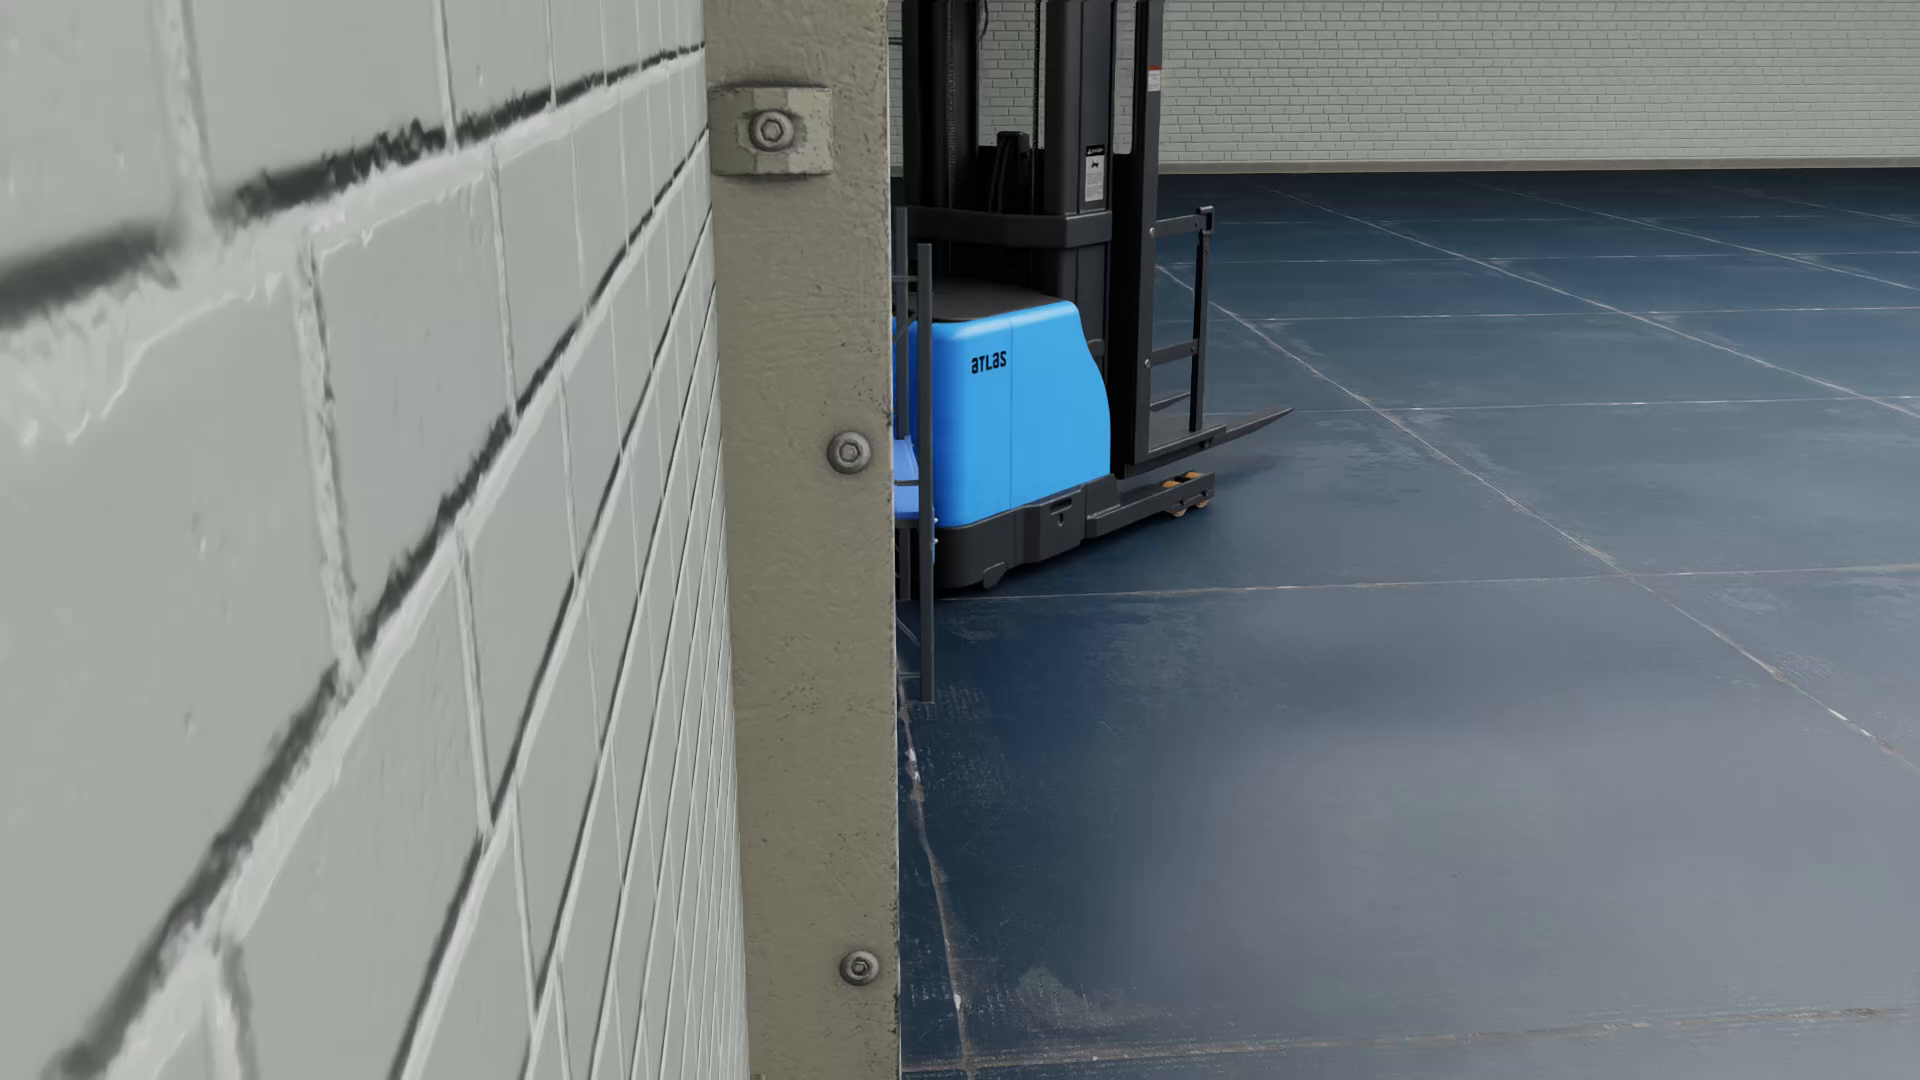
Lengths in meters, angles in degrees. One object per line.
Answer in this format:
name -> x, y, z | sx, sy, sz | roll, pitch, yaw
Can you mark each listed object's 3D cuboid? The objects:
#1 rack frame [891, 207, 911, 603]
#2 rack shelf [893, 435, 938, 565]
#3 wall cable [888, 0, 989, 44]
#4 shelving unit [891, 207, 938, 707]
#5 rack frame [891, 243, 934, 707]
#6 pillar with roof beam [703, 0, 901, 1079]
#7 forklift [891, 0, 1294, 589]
rack frame -> -0.440, -0.473, 6.179 | 0.500, 1.500, 0.032 | -2, 18, -6
rack shelf -> -0.388, -0.150, 5.750 | 0.538, 0.185, 1.000 | -2, 18, -6
wall cable -> -1.137, -7.952, 22.668 | 3.097, 2.526, 0.112 | -2, 18, -6
shelving unit -> -0.388, -0.321, 5.696 | 0.538, 1.500, 1.048 | -2, 18, -6
rack frame -> -0.335, -0.170, 5.214 | 0.500, 1.500, 0.032 | -2, 18, -6
pillar with roof beam -> 3.990, -3.285, 2.618 | 9.100, 9.000, 0.400 | -2, 18, -6
forklift -> 0.521, -1.583, 7.327 | 1.130, 2.935, 3.031 | 14, 22, 37
